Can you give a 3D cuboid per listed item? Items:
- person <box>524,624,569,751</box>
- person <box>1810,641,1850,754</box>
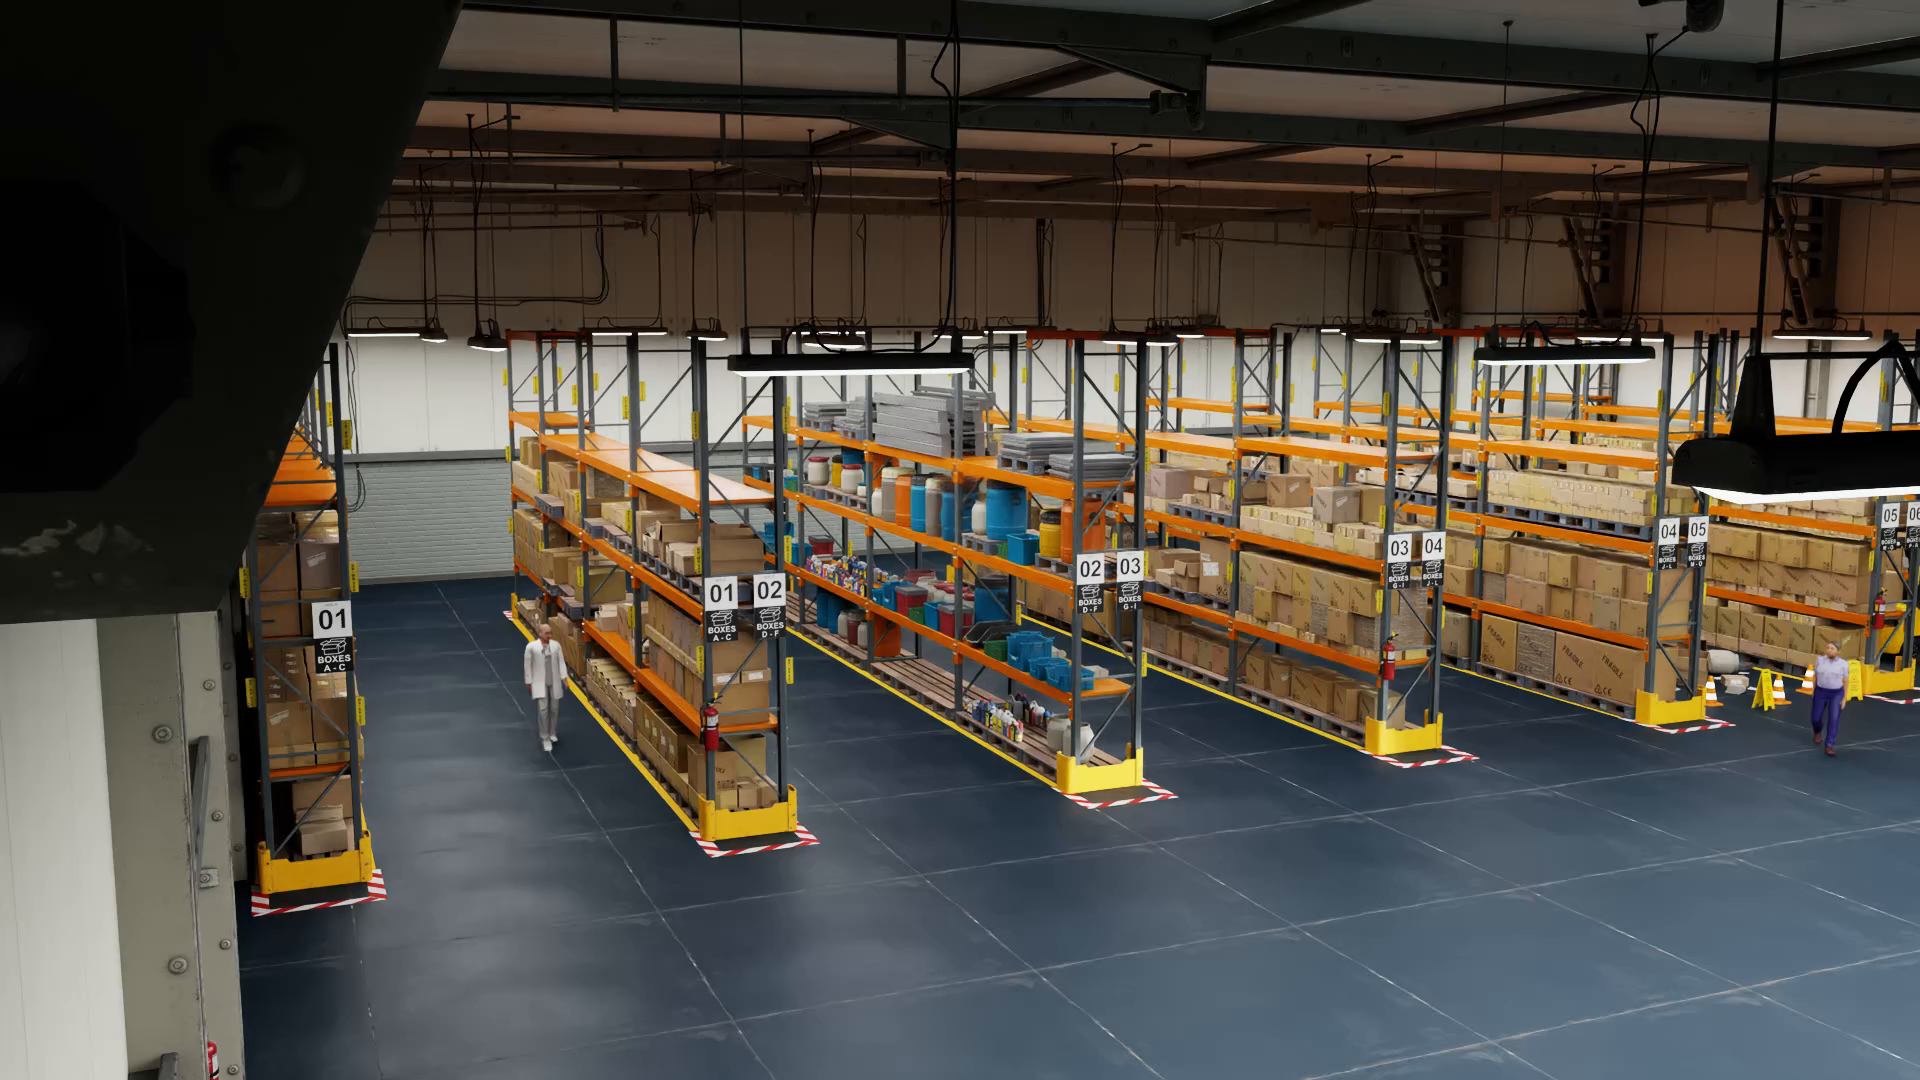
[{"bbox_3d":[-6.039,2.156,24.472,0.593,1.807,0.731,-5,9,-34],"label":"person"},{"bbox_3d":[12.590,2.242,24.067,0.470,1.631,0.596,4,9,26],"label":"person"}]
